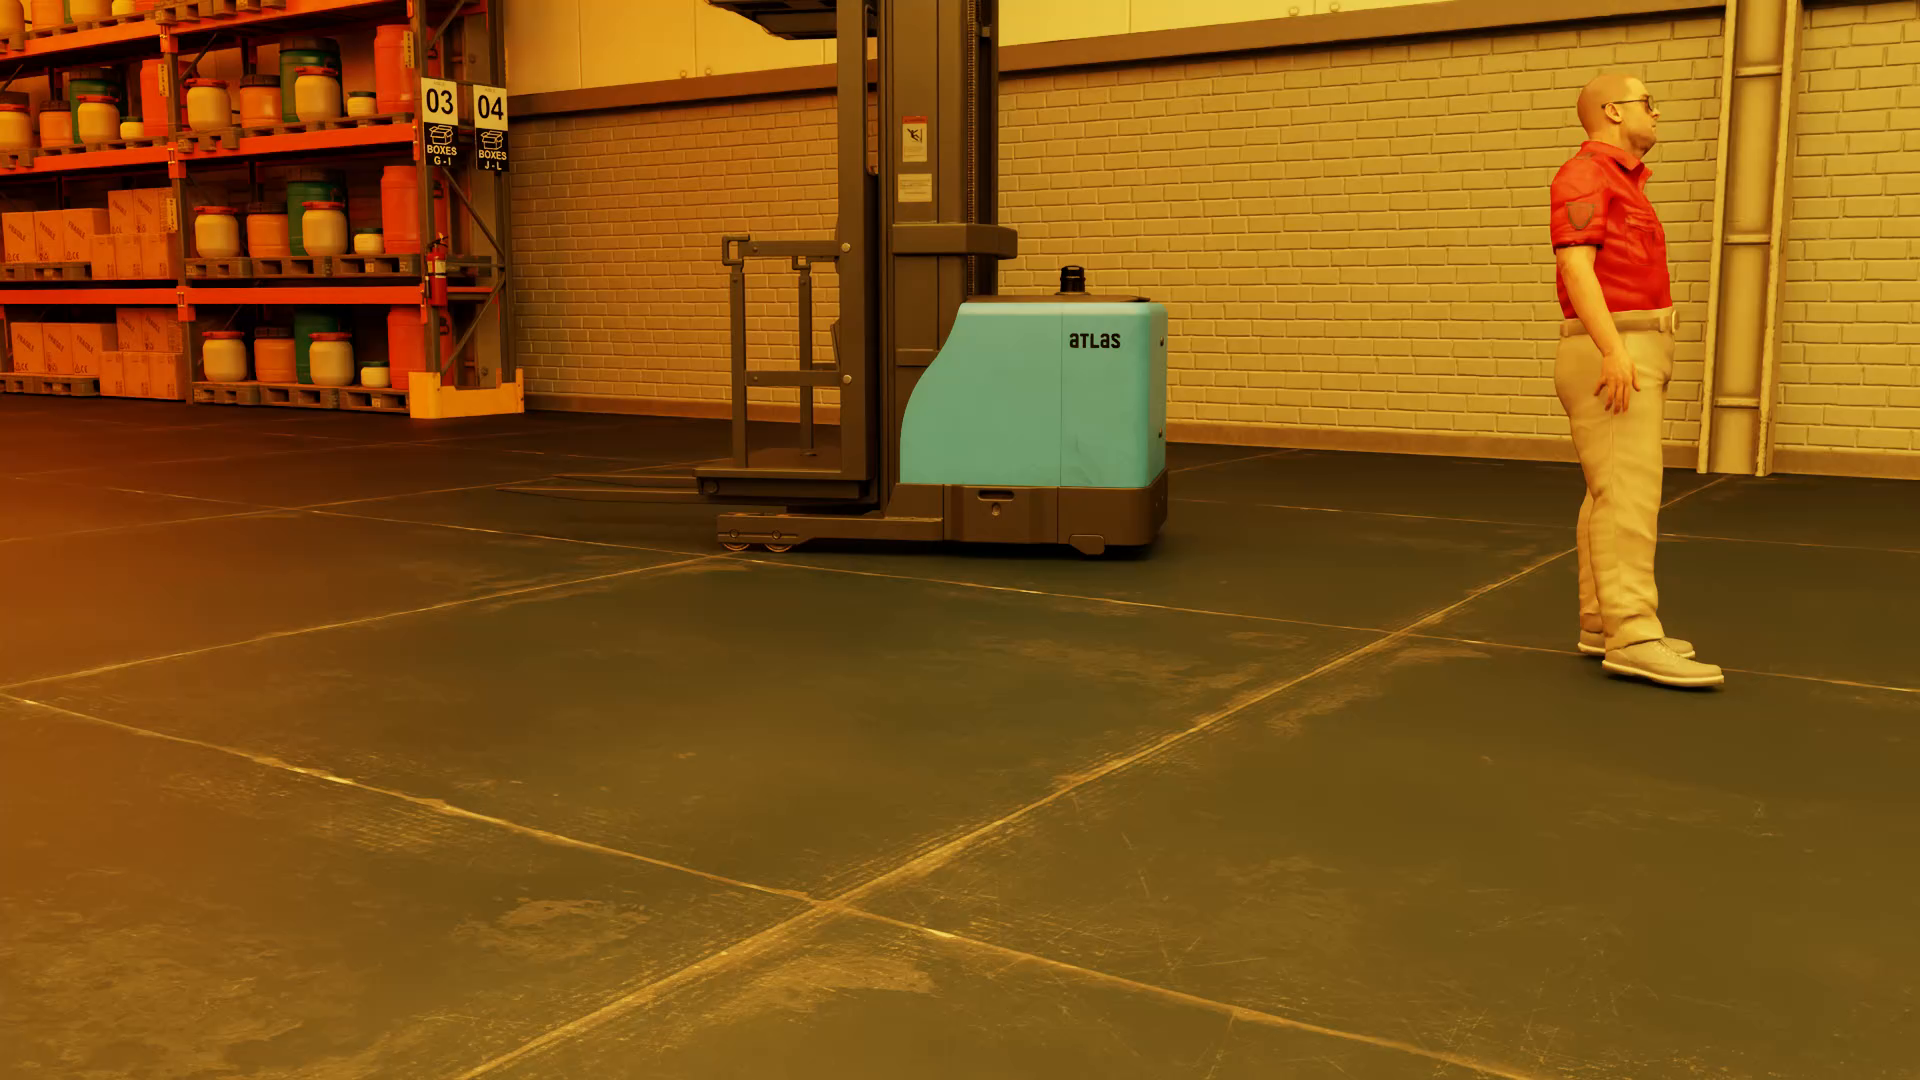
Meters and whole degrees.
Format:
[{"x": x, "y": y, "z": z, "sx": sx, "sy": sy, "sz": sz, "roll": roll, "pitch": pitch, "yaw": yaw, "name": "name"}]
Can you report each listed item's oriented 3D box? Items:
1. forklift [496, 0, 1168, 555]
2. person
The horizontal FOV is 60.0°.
[{"x": -0.596, "y": -1.469, "z": 7.520, "sx": 3.031, "sy": 2.935, "sz": 1.130, "roll": 2, "pitch": 8, "yaw": 12, "name": "forklift"}, {"x": 2.016, "y": -0.492, "z": 4.870, "sx": 0.550, "sy": 1.729, "sz": 0.642, "roll": 5, "pitch": 9, "yaw": 29, "name": "person"}]
